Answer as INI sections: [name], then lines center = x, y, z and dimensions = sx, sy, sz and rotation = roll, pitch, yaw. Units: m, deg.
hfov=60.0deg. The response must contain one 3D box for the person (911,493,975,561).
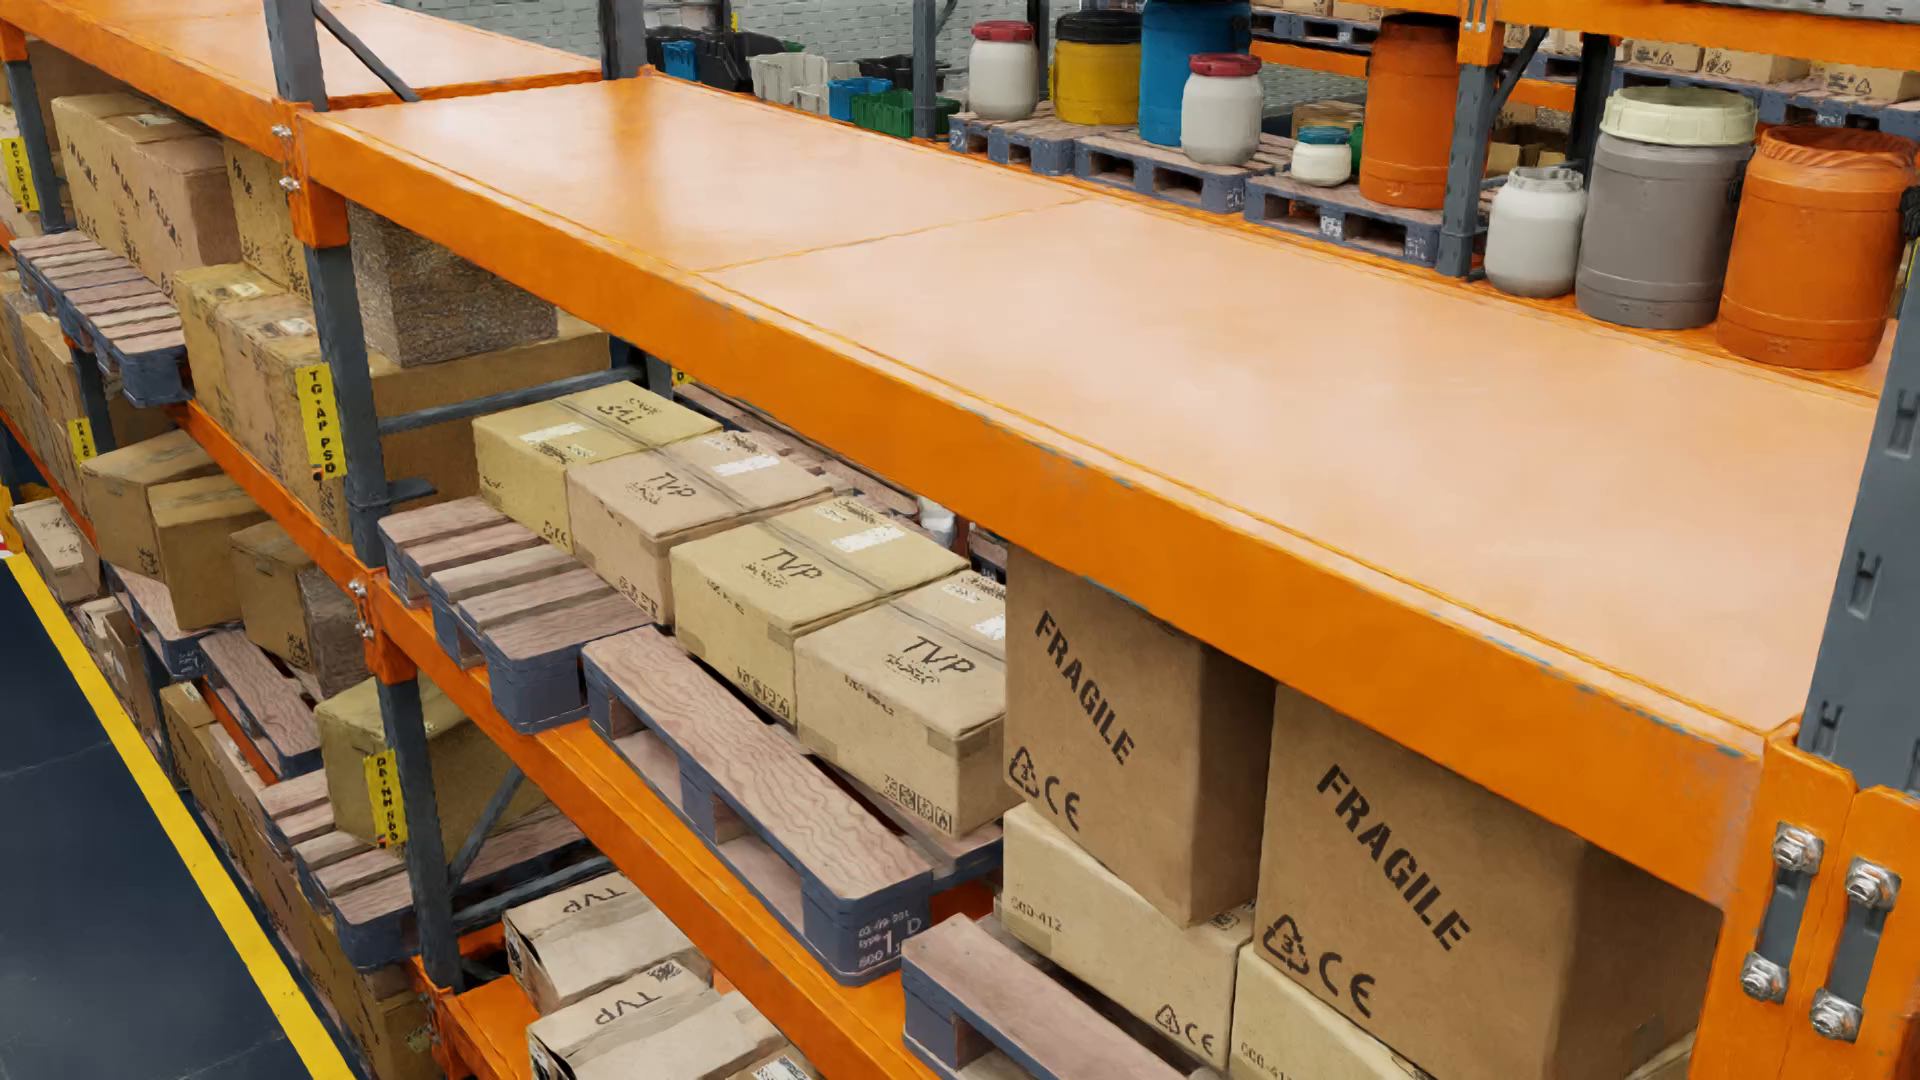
[person]
center = -0.095, -0.055, 9.701
dimensions = 0.485, 1.735, 0.751
rotation = -3, 25, -7
